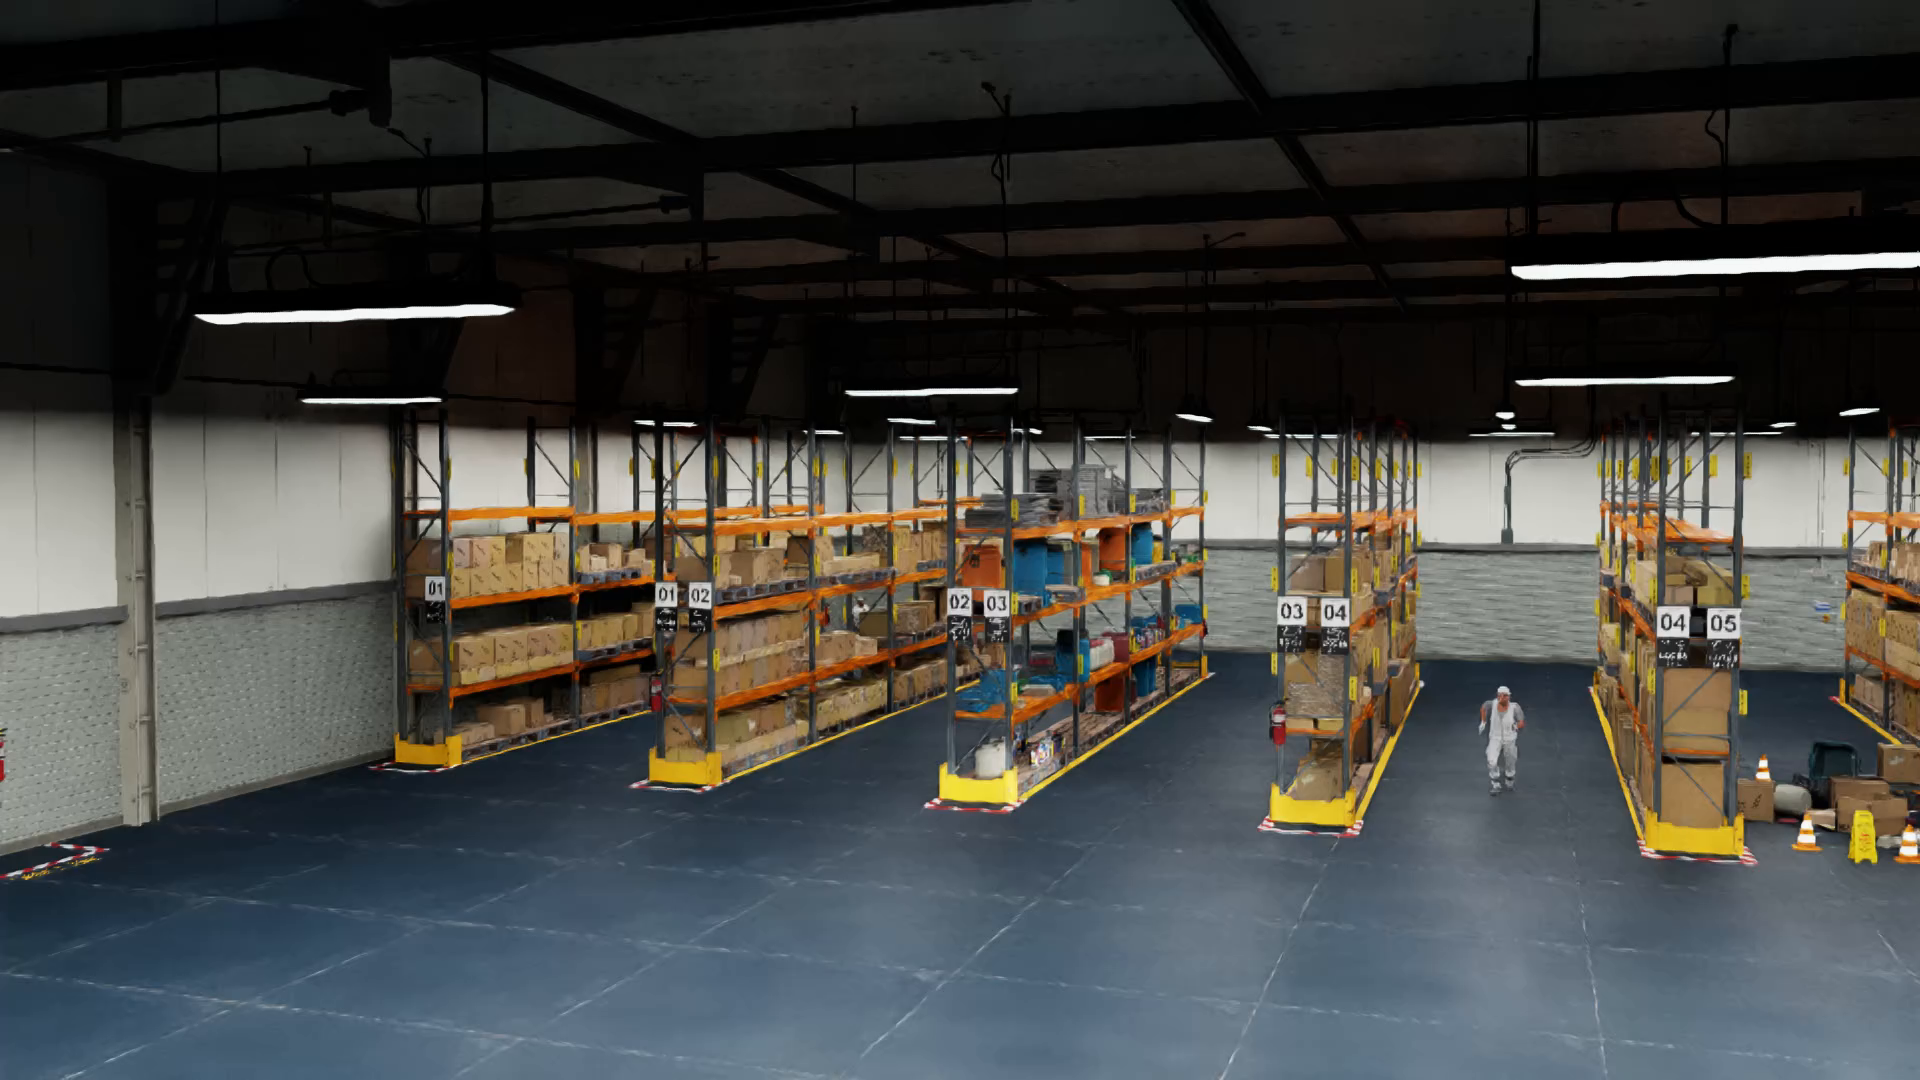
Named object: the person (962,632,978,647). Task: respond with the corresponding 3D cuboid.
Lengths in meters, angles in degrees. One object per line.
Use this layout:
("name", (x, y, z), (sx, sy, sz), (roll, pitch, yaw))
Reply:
("person", (0.272, 2.215, 46.274), (0.603, 1.590, 0.830), (1, 3, 15))

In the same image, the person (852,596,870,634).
("person", (-2.652, 2.293, 44.290), (0.638, 1.632, 0.622), (0, 2, 8))

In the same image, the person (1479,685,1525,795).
("person", (8.300, 3.046, 25.464), (0.655, 1.688, 0.949), (1, 3, 15))
